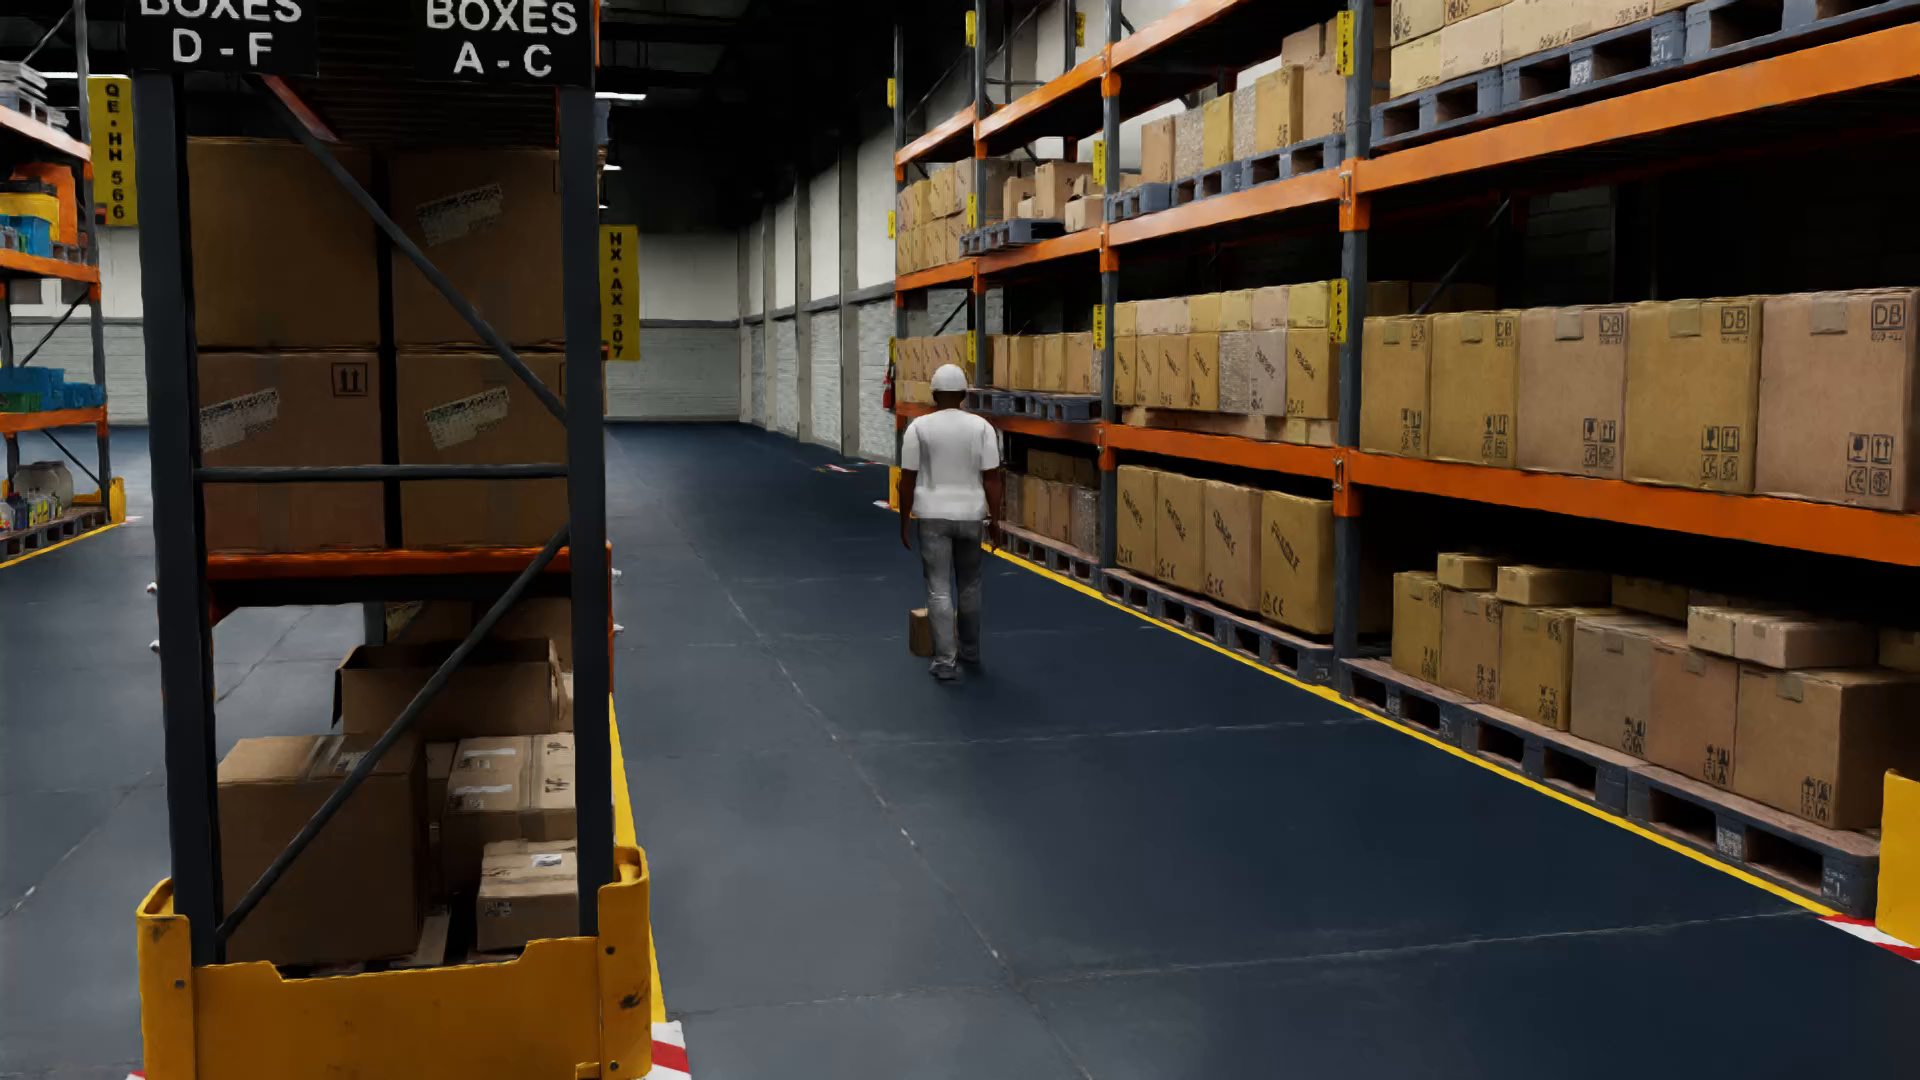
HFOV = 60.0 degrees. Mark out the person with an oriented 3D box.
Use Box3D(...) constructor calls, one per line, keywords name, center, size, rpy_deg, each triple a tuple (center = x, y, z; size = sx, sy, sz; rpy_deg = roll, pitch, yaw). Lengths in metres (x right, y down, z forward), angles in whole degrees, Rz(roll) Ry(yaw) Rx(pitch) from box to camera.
Box3D(name="person", center=(-0.084, -0.134, 9.528), size=(0.567, 1.747, 0.792), rpy_deg=(-1, 6, -11))
